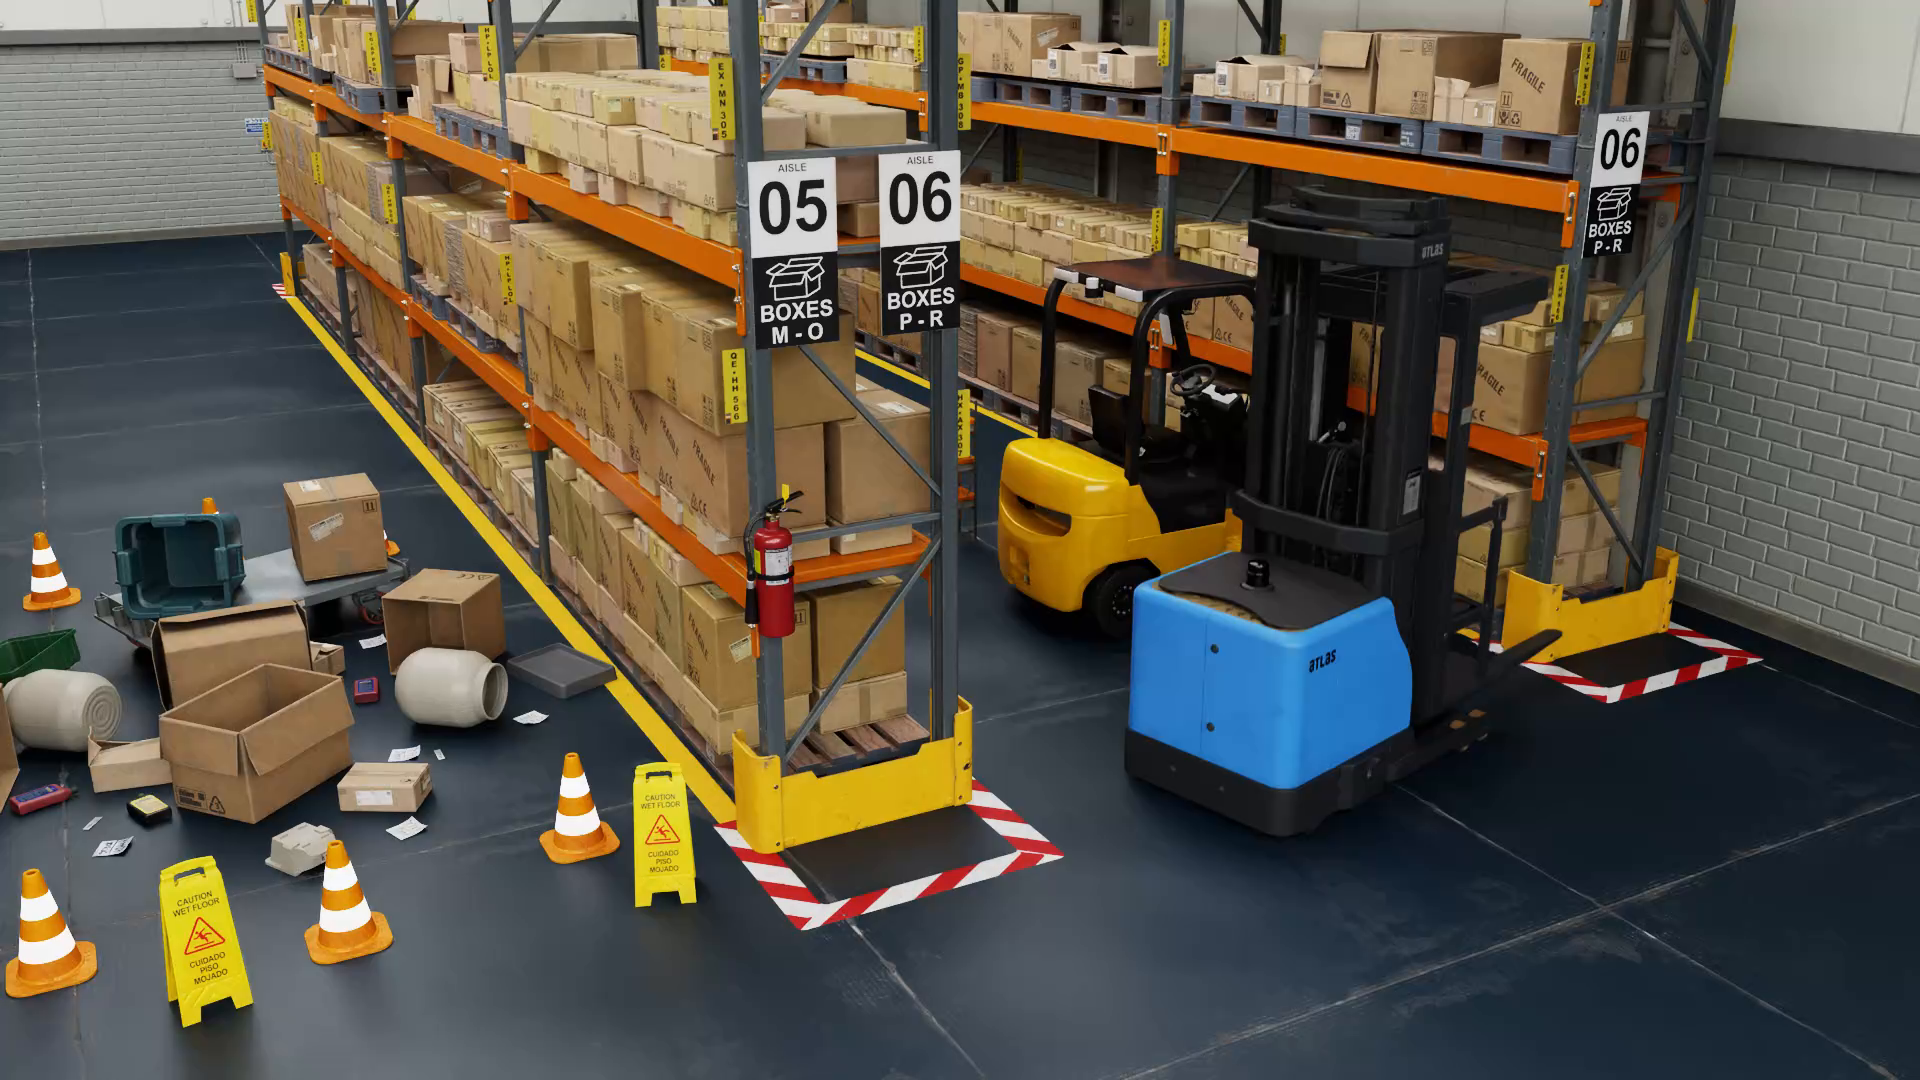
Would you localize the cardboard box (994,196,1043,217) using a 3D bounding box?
[{"bbox_3d":[0.537,-3.044,15.208,0.380,0.149,0.250,-10,21,-26],"label":"cardboard box"}]

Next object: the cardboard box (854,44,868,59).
[{"bbox_3d":[-0.876,-5.088,17.297,0.380,0.149,0.250,-9,21,-25],"label":"cardboard box"}]

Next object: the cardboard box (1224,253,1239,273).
[{"bbox_3d":[2.184,-2.043,12.306,0.380,0.149,0.250,-10,21,-27],"label":"cardboard box"}]

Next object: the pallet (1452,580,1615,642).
[{"bbox_3d":[3.491,0.287,10.975,1.003,0.211,1.213,-10,21,-27],"label":"pallet"}]

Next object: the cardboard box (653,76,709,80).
[{"bbox_3d":[-1.558,-2.610,9.660,0.380,0.149,0.250,-9,21,-25],"label":"cardboard box"}]

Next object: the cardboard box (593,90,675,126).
[{"bbox_3d":[-1.654,-2.210,8.503,0.380,0.149,0.250,-9,21,-25],"label":"cardboard box"}]

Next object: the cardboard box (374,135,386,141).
[{"bbox_3d":[-5.741,-3.923,17.216,0.500,0.500,0.500,-9,21,-25],"label":"cardboard box"}]

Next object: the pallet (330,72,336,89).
[{"bbox_3d":[-5.695,-4.565,16.456,0.805,0.209,1.217,-11,22,-29],"label":"pallet"}]

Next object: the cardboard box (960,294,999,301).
[{"bbox_3d":[0.138,-2.296,17.374,0.500,0.500,0.500,-9,21,-25],"label":"cardboard box"}]

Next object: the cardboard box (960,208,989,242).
[{"bbox_3d":[0.324,-2.971,15.605,0.500,0.250,0.500,-9,21,-25],"label":"cardboard box"}]

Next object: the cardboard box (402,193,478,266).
[{"bbox_3d":[-4.265,-2.566,13.715,0.500,0.500,0.500,-11,22,-28],"label":"cardboard box"}]

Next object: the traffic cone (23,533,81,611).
[{"bbox_3d":[-5.992,0.180,10.900,0.336,0.463,0.334,-10,21,-27],"label":"traffic cone"}]

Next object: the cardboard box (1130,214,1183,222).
[{"bbox_3d":[1.674,-2.681,14.155,0.380,0.149,0.250,-10,22,-27],"label":"cardboard box"}]

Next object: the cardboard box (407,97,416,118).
[{"bbox_3d":[-4.275,-3.527,13.540,0.380,0.149,0.250,-10,21,-27],"label":"cardboard box"}]

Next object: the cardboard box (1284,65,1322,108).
[{"bbox_3d":[2.429,-3.093,11.307,0.396,0.266,0.258,-11,22,-28],"label":"cardboard box"}]

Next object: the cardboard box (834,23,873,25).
[{"bbox_3d":[-1.178,-5.663,18.478,0.380,0.149,0.250,-9,21,-25],"label":"cardboard box"}]

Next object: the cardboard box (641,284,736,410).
[{"bbox_3d":[-1.144,-0.968,8.195,0.700,0.500,0.500,-10,21,-26],"label":"cardboard box"}]

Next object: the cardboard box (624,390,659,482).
[{"bbox_3d":[-1.444,-0.637,8.771,0.500,0.500,0.500,-10,21,-27],"label":"cardboard box"}]

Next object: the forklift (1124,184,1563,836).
[{"bbox_3d":[2.254,-0.367,8.702,3.031,2.935,1.130,-17,26,-41],"label":"forklift"}]

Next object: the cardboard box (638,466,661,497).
[{"bbox_3d":[-1.511,-0.360,8.960,0.380,0.149,0.250,-10,22,-27],"label":"cardboard box"}]

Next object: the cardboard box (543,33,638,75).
[{"bbox_3d":[-2.546,-3.349,11.461,0.500,0.250,0.500,-10,22,-28],"label":"cardboard box"}]

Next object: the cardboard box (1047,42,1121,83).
[{"bbox_3d":[1.069,-3.978,13.802,0.500,0.311,0.500,-11,22,-28],"label":"cardboard box"}]

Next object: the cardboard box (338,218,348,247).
[{"bbox_3d":[-5.951,-3.106,16.765,0.500,0.250,0.500,-11,22,-28],"label":"cardboard box"}]

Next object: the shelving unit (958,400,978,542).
[{"bbox_3d":[-0.025,-0.512,12.005,0.215,1.050,0.252,-10,21,-27],"label":"shelving unit"}]

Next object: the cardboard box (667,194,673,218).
[{"bbox_3d":[-1.196,-1.637,8.064,0.380,0.149,0.250,-10,21,-26],"label":"cardboard box"}]

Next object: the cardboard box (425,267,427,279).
[{"bbox_3d":[-4.179,-2.216,13.695,0.380,0.149,0.250,-11,22,-30],"label":"cardboard box"}]

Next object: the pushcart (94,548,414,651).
[{"bbox_3d":[-4.358,0.411,10.362,0.936,0.377,1.648,16,25,39],"label":"pushcart"}]

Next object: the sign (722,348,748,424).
[{"bbox_3d":[-0.974,-0.664,7.199,0.100,0.325,0.005,-10,21,-27],"label":"sign"}]

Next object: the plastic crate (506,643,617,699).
[{"bbox_3d":[-2.351,0.762,9.801,0.583,0.080,0.402,16,25,39],"label":"plastic crate"}]

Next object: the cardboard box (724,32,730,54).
[{"bbox_3d":[-2.513,-5.998,20.089,0.500,0.250,0.500,-11,22,-28],"label":"cardboard box"}]

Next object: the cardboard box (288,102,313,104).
[{"bbox_3d":[-7.627,-5.026,19.418,0.380,0.149,0.250,-10,21,-26],"label":"cardboard box"}]

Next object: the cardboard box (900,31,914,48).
[{"bbox_3d":[-0.364,-4.935,16.399,0.380,0.149,0.250,-11,22,-28],"label":"cardboard box"}]

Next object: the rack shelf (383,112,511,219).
[{"bbox_3d":[-3.325,-2.848,12.291,1.077,0.370,4.000,-10,21,-27],"label":"rack shelf"}]

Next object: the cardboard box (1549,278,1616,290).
[{"bbox_3d":[3.848,-1.528,10.357,0.380,0.149,0.250,-9,21,-25],"label":"cardboard box"}]

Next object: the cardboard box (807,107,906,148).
[{"bbox_3d":[-0.465,-1.858,7.480,0.380,0.149,0.250,-10,21,-27],"label":"cardboard box"}]

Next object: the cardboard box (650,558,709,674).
[{"bbox_3d":[-1.337,0.360,8.911,0.500,0.500,0.500,-9,21,-25],"label":"cardboard box"}]

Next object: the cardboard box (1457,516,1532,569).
[{"bbox_3d":[3.384,-0.044,10.466,0.500,0.250,0.500,-10,22,-27],"label":"cardboard box"}]

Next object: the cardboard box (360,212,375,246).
[{"bbox_3d":[-5.236,-2.900,15.400,0.500,0.250,0.500,-11,22,-28],"label":"cardboard box"}]

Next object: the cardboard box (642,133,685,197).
[{"bbox_3d":[-1.182,-1.787,7.888,0.500,0.250,0.500,-10,22,-27],"label":"cardboard box"}]

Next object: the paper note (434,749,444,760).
[{"bbox_3d":[-2.762,1.138,8.819,0.032,0.001,0.123,-10,21,-27],"label":"paper note"}]

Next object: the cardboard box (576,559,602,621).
[{"bbox_3d":[-2.069,0.268,10.328,0.500,0.250,0.500,-9,21,-24],"label":"cardboard box"}]

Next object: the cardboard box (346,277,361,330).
[{"bbox_3d":[-6.378,-2.677,18.575,0.875,0.438,0.875,-10,22,-27],"label":"cardboard box"}]

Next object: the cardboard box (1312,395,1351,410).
[{"bbox_3d":[2.877,-0.936,12.283,0.500,0.250,0.500,-10,21,-26],"label":"cardboard box"}]

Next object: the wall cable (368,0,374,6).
[{"bbox_3d":[-7.890,-9.620,26.158,2.988,3.039,0.133,-10,21,-27],"label":"wall cable"}]

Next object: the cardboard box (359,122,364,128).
[{"bbox_3d":[-6.390,-4.588,18.148,0.380,0.149,0.250,-10,22,-27],"label":"cardboard box"}]

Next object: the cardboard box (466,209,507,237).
[{"bbox_3d":[-3.283,-2.258,11.828,0.380,0.149,0.250,-11,22,-29],"label":"cardboard box"}]

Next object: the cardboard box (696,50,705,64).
[{"bbox_3d":[-3.118,-6.127,21.077,0.380,0.149,0.250,-10,21,-27],"label":"cardboard box"}]

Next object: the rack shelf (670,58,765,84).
[{"bbox_3d":[-2.757,-5.915,21.178,1.077,0.370,4.000,-10,21,-27],"label":"rack shelf"}]

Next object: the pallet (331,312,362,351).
[{"bbox_3d":[-6.466,-2.405,18.777,1.003,0.211,1.213,-10,21,-27],"label":"pallet"}]

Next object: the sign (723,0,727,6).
[{"bbox_3d":[-3.209,-7.328,22.812,0.100,0.325,0.005,-10,21,-27],"label":"sign"}]

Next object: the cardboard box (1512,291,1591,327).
[{"bbox_3d":[3.535,-1.382,9.936,0.380,0.149,0.250,-10,21,-27],"label":"cardboard box"}]

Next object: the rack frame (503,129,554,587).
[{"bbox_3d":[-2.375,-1.196,10.999,1.000,3.000,0.127,-10,21,-27],"label":"rack frame"}]

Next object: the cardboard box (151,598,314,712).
[{"bbox_3d":[-3.989,0.689,9.156,0.797,0.637,0.503,-10,21,-27],"label":"cardboard box"}]

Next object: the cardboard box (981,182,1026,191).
[{"bbox_3d":[0.424,-3.406,16.256,0.380,0.149,0.250,-9,21,-25],"label":"cardboard box"}]

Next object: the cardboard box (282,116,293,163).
[{"bbox_3d":[-7.594,-4.685,19.424,0.500,0.500,0.500,-10,21,-27],"label":"cardboard box"}]

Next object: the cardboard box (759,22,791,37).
[{"bbox_3d":[-2.052,-5.794,18.859,0.380,0.149,0.250,-9,21,-25],"label":"cardboard box"}]

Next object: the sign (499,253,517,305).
[{"bbox_3d":[-2.862,-1.656,10.558,0.100,0.325,0.005,-10,21,-27],"label":"sign"}]
